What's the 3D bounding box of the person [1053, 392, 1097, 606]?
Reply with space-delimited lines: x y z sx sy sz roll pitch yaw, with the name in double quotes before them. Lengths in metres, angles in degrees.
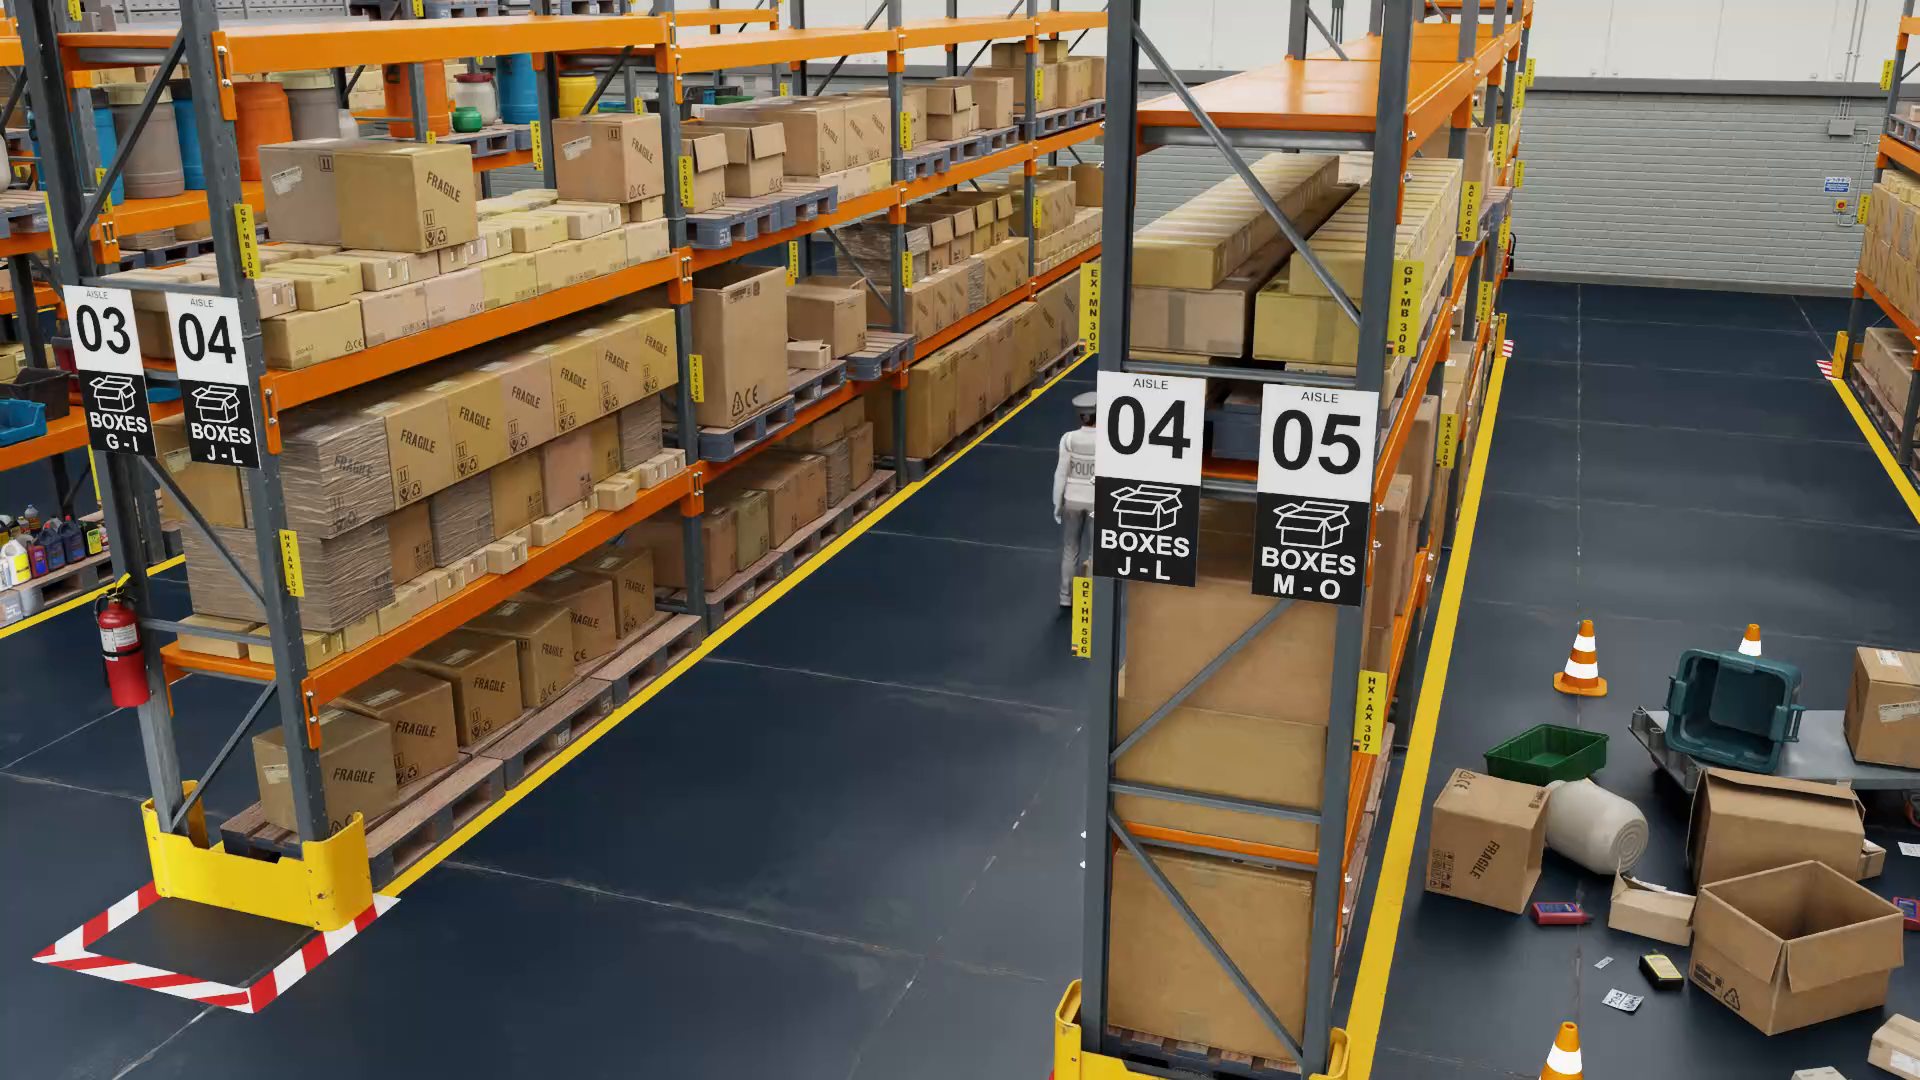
"person" 0.969 -0.251 12.326 0.530 1.709 0.418 6 20 18
